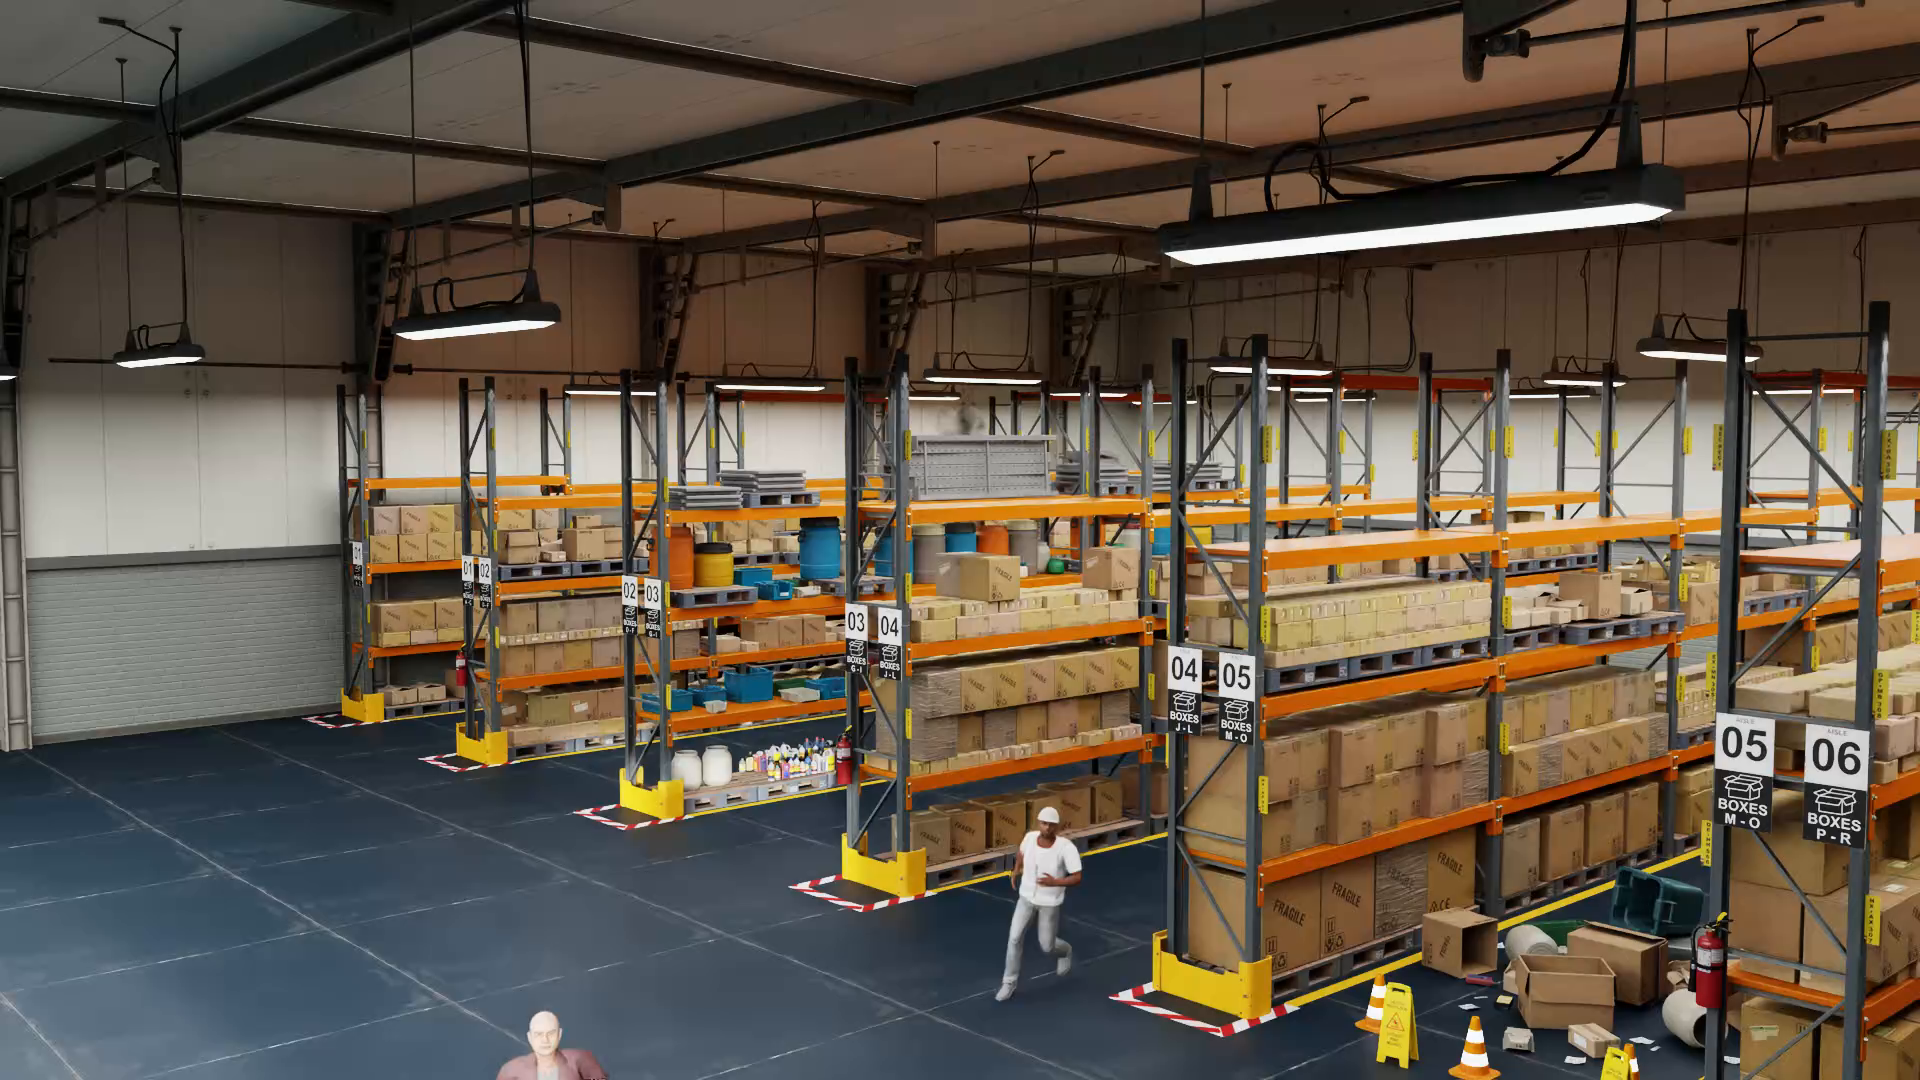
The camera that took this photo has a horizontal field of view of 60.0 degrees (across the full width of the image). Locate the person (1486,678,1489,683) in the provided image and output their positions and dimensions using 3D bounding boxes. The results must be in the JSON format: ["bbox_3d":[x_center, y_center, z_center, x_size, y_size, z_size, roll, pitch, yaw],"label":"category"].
[{"bbox_3d":[7.592,2.783,23.888,0.559,1.627,0.557,3,5,39],"label":"person"}]

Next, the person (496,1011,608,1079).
[{"bbox_3d":[-2.383,3.653,9.669,0.688,1.797,0.724,-1,4,-13],"label":"person"}]

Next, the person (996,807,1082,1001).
[{"bbox_3d":[0.782,3.313,15.318,0.729,1.736,0.889,2,4,28],"label":"person"}]
